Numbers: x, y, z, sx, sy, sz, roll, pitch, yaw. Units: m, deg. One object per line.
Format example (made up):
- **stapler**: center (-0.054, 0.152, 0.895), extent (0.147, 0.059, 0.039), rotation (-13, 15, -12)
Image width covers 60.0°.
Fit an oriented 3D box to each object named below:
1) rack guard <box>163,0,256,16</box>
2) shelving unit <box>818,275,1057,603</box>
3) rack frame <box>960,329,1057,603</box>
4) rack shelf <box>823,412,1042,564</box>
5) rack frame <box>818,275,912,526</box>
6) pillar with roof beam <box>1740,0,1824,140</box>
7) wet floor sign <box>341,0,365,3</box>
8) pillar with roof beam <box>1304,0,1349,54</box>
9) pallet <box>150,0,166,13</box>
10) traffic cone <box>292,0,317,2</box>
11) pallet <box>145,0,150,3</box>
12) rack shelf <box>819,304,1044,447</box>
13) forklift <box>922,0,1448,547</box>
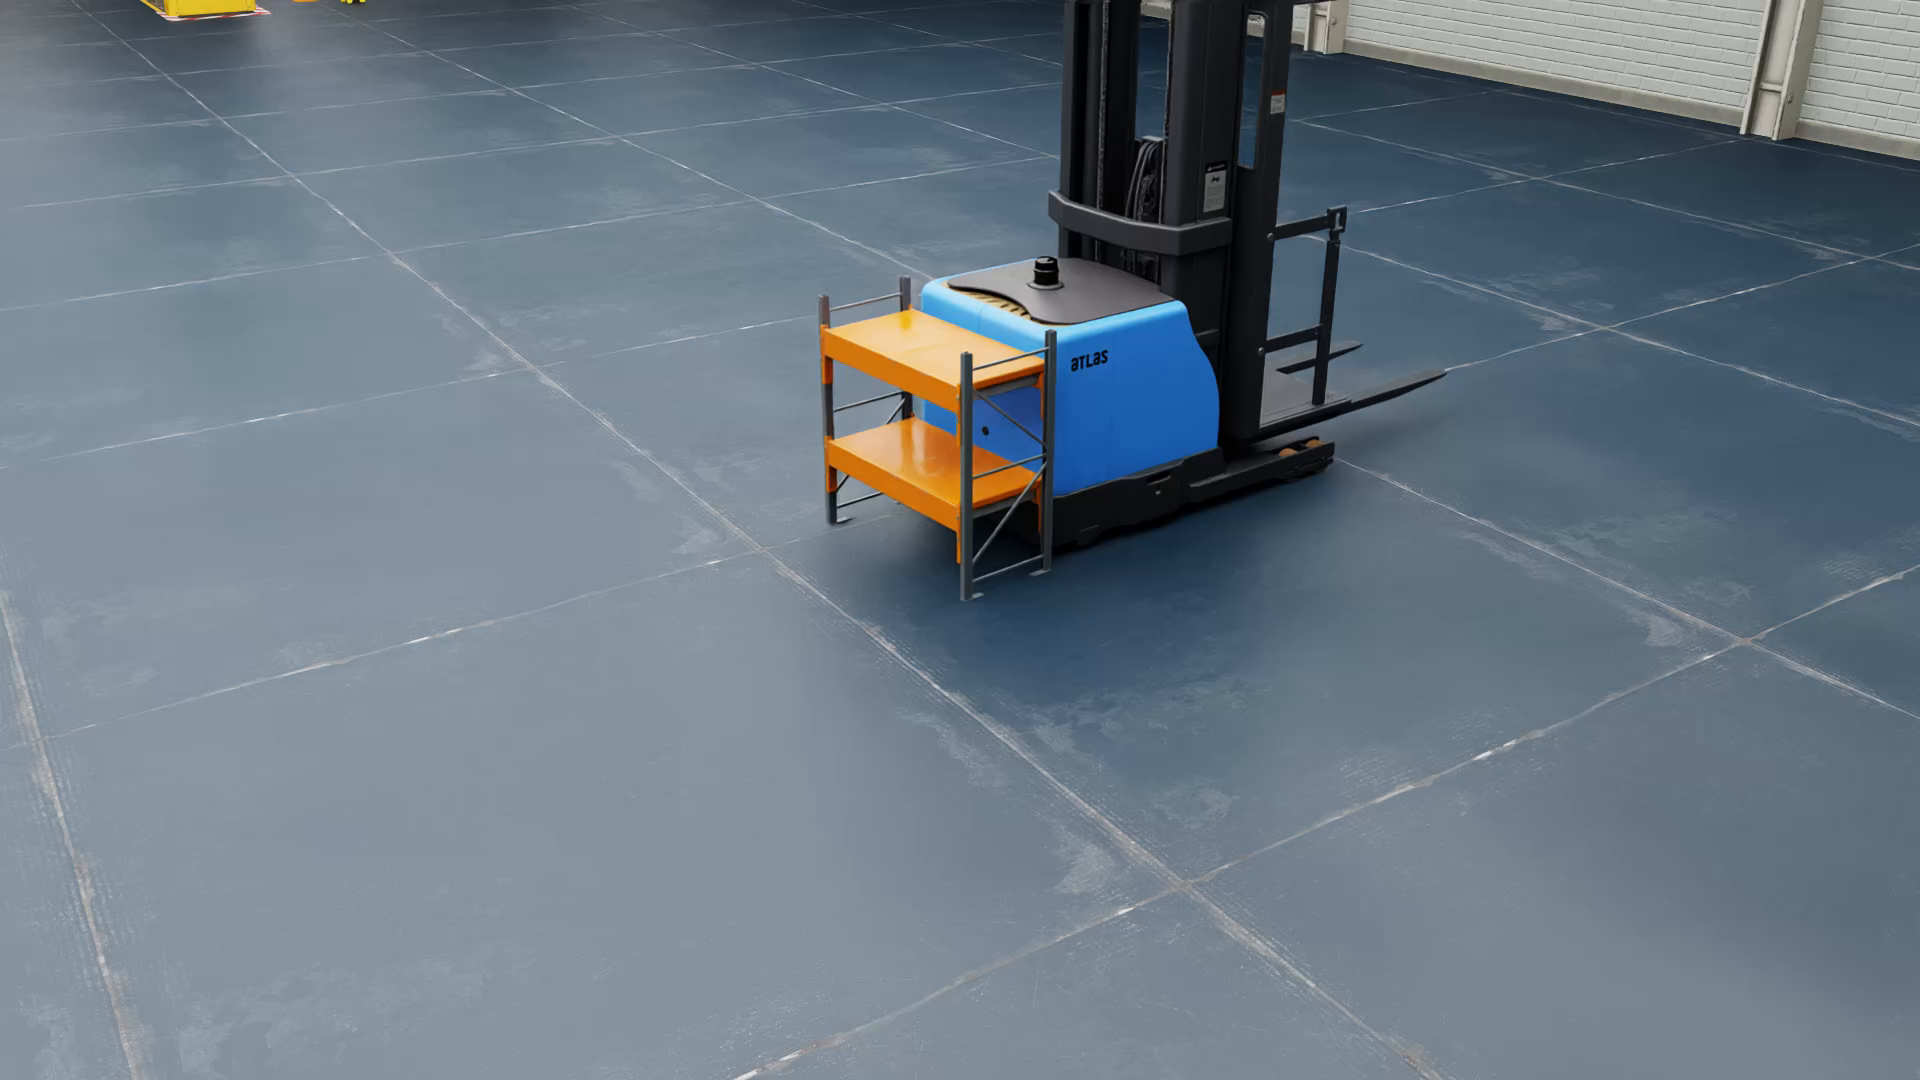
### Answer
- **rack guard**: center (-10.663, -7.749, 23.580), extent (1.175, 0.500, 0.348), rotation (-16, 29, -30)
- **shelving unit**: center (-0.114, -0.478, 7.445), extent (0.538, 1.125, 1.048), rotation (-19, 31, -35)
- **rack frame**: center (0.205, -0.309, 7.087), extent (0.500, 1.125, 0.032), rotation (-19, 31, -35)
- **rack shelf**: center (-0.114, -0.257, 7.549), extent (0.538, 0.278, 1.000), rotation (-19, 31, -35)
- **rack frame**: center (-0.433, -0.647, 7.803), extent (0.500, 1.125, 0.032), rotation (-19, 31, -35)
- **pillar with roof beam**: center (4.167, -6.967, 11.966), extent (9.100, 9.000, 0.400), rotation (-16, 29, -30)
- **wet floor sign**: center (-9.001, -8.275, 24.522), extent (0.267, 0.644, 0.232), rotation (-22, 33, -38)
- **pillar with roof beam**: center (0.892, -9.113, 16.512), extent (9.100, 9.000, 0.400), rotation (-16, 29, -30)
- **pallet**: center (-11.178, -7.895, 24.227), extent (1.003, 0.211, 1.213), rotation (-16, 29, -30)
- **traffic cone**: center (-9.776, -8.262, 24.709), extent (0.336, 0.463, 0.334), rotation (-16, 29, -30)
- **pallet**: center (-11.840, -8.331, 25.150), extent (1.003, 0.211, 1.213), rotation (-16, 29, -30)
- **rack shelf**: center (-0.114, -0.743, 7.320), extent (0.538, 0.278, 1.000), rotation (-19, 31, -35)
- **forklift**: center (1.289, -1.781, 8.089), extent (3.031, 2.935, 1.130), rotation (-18, 31, -33)
